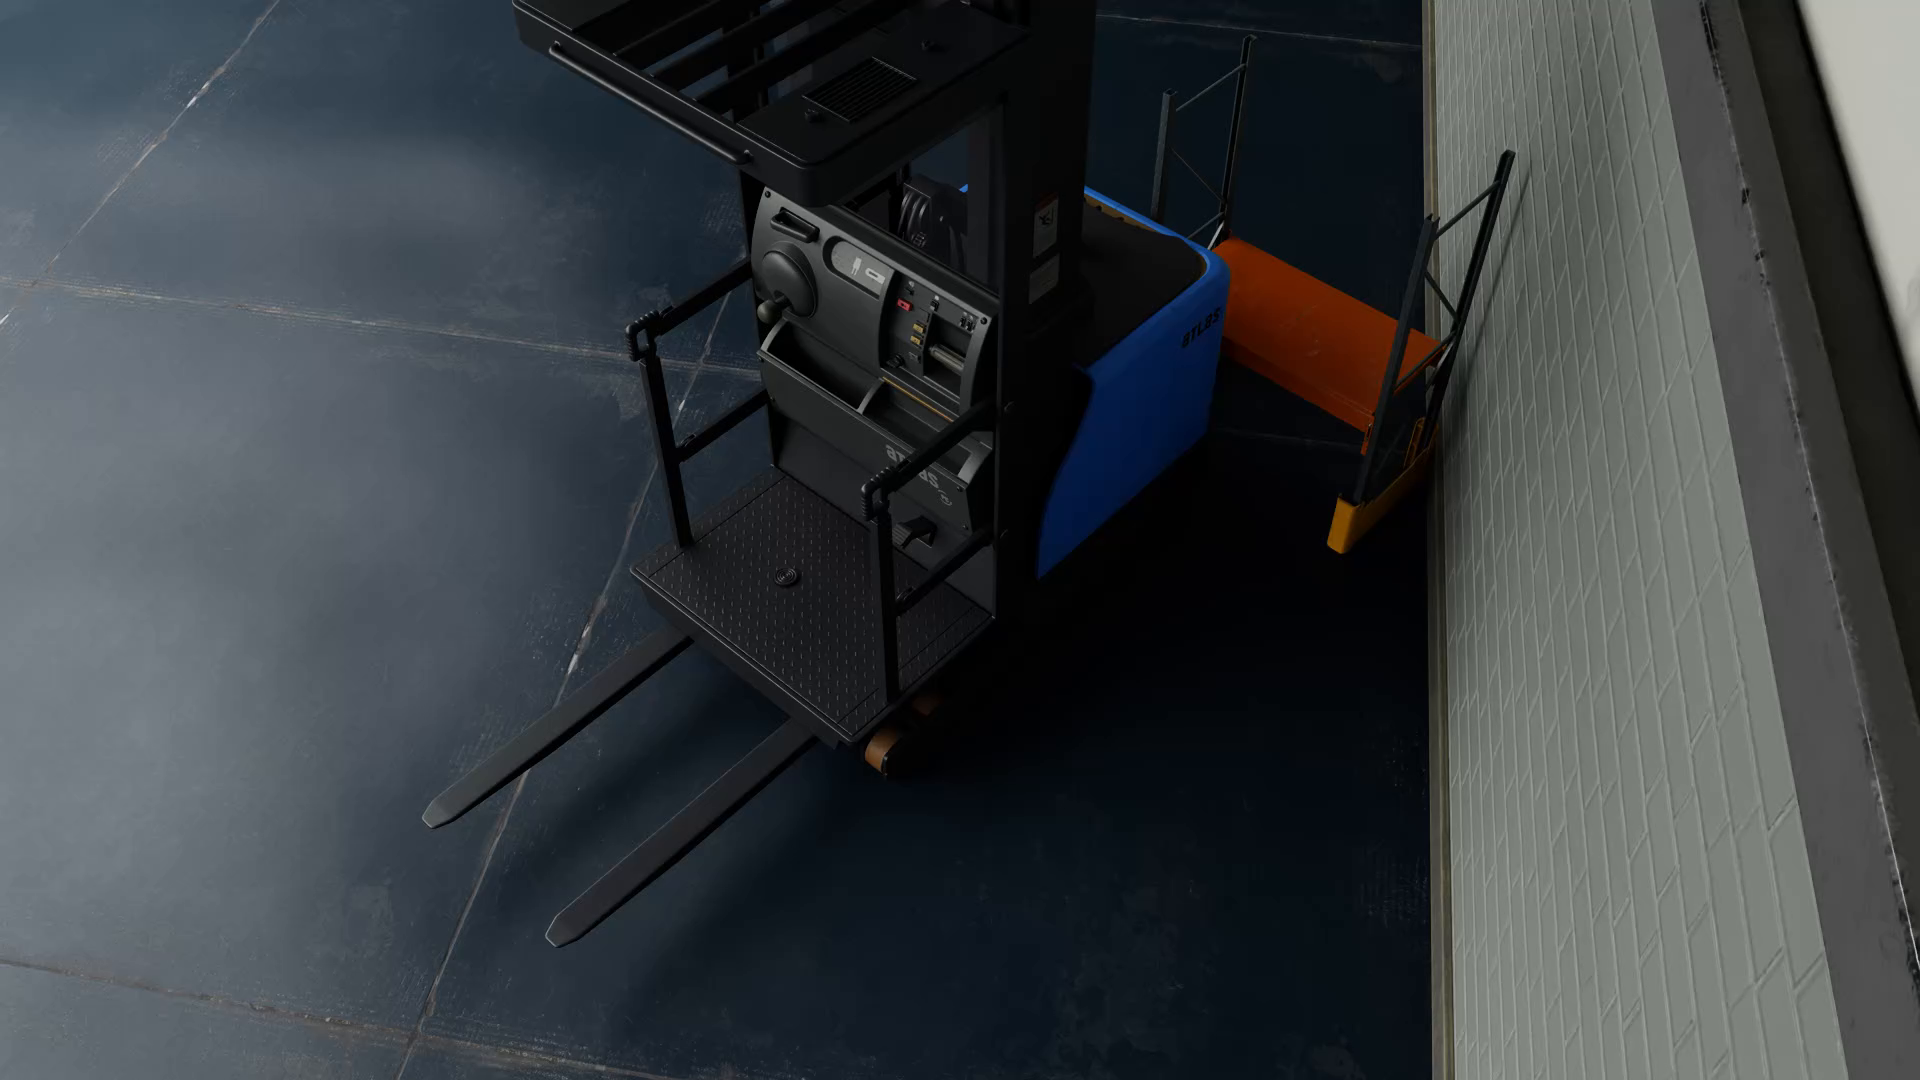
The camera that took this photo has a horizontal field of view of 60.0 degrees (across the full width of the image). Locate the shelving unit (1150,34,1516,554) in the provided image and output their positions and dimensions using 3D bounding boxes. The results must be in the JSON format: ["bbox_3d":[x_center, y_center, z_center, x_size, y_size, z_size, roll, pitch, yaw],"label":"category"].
[{"bbox_3d":[1.229,-0.876,6.029,1.083,1.500,0.587,34,57,27],"label":"shelving unit"}]

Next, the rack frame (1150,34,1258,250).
[{"bbox_3d":[0.862,-1.128,6.255,0.032,1.500,0.500,34,57,27],"label":"rack frame"}]

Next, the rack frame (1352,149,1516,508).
[{"bbox_3d":[1.610,-0.616,5.795,0.032,1.500,0.500,34,57,27],"label":"rack frame"}]

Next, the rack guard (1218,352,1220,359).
[{"bbox_3d":[0.863,-0.709,6.719,0.087,0.250,0.587,34,57,27],"label":"rack guard"}]

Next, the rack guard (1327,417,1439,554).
[{"bbox_3d":[1.596,-0.208,6.269,0.087,0.250,0.587,34,57,27],"label":"rack guard"}]

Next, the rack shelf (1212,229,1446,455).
[{"bbox_3d":[1.236,-0.752,6.159,1.000,0.185,0.538,34,57,27],"label":"rack shelf"}]

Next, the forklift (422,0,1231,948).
[{"bbox_3d":[-0.417,-0.636,4.851,1.130,2.935,3.031,34,56,27],"label":"forklift"}]
